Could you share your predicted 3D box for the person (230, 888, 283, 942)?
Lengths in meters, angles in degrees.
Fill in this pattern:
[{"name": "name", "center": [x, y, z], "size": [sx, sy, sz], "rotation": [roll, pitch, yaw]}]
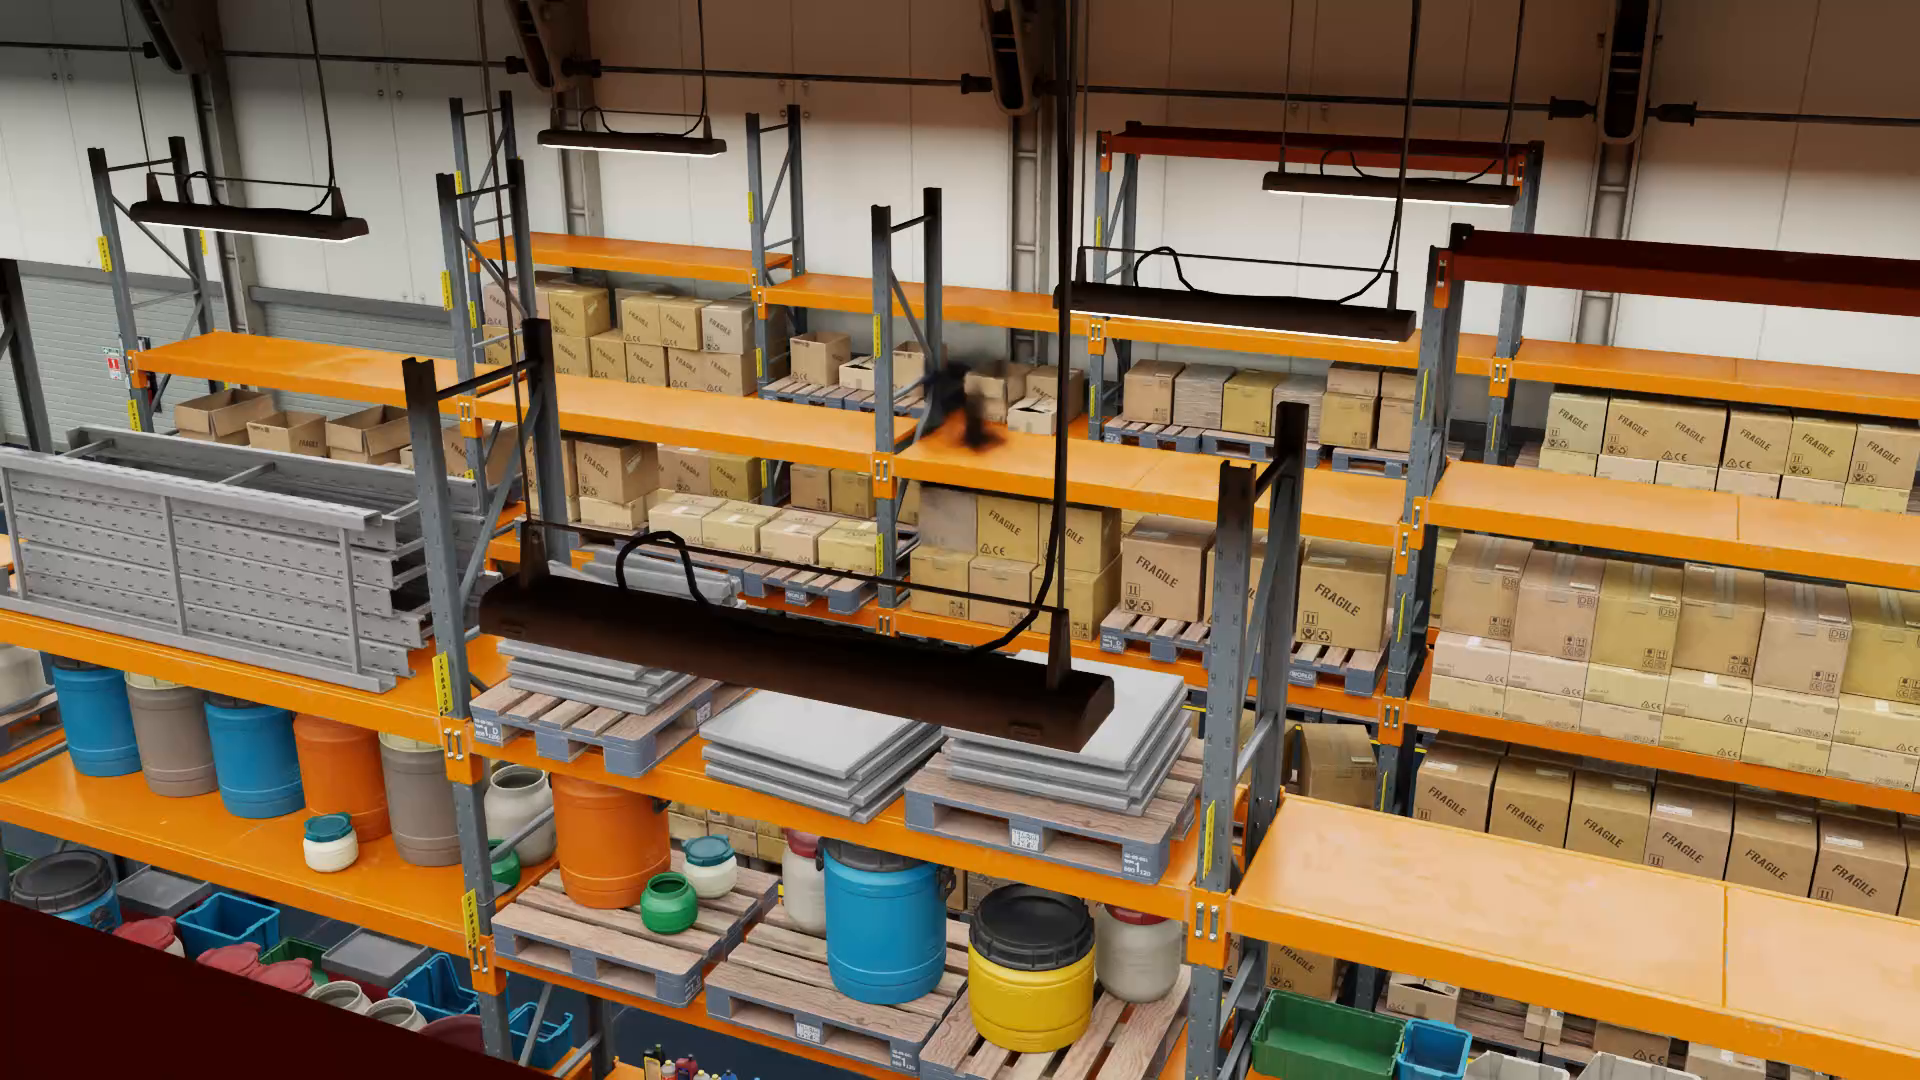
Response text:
[{"name": "person", "center": [-5.628, 2.742, 13.161], "size": [0.555, 1.539, 0.522], "rotation": [7, 22, 17]}]
